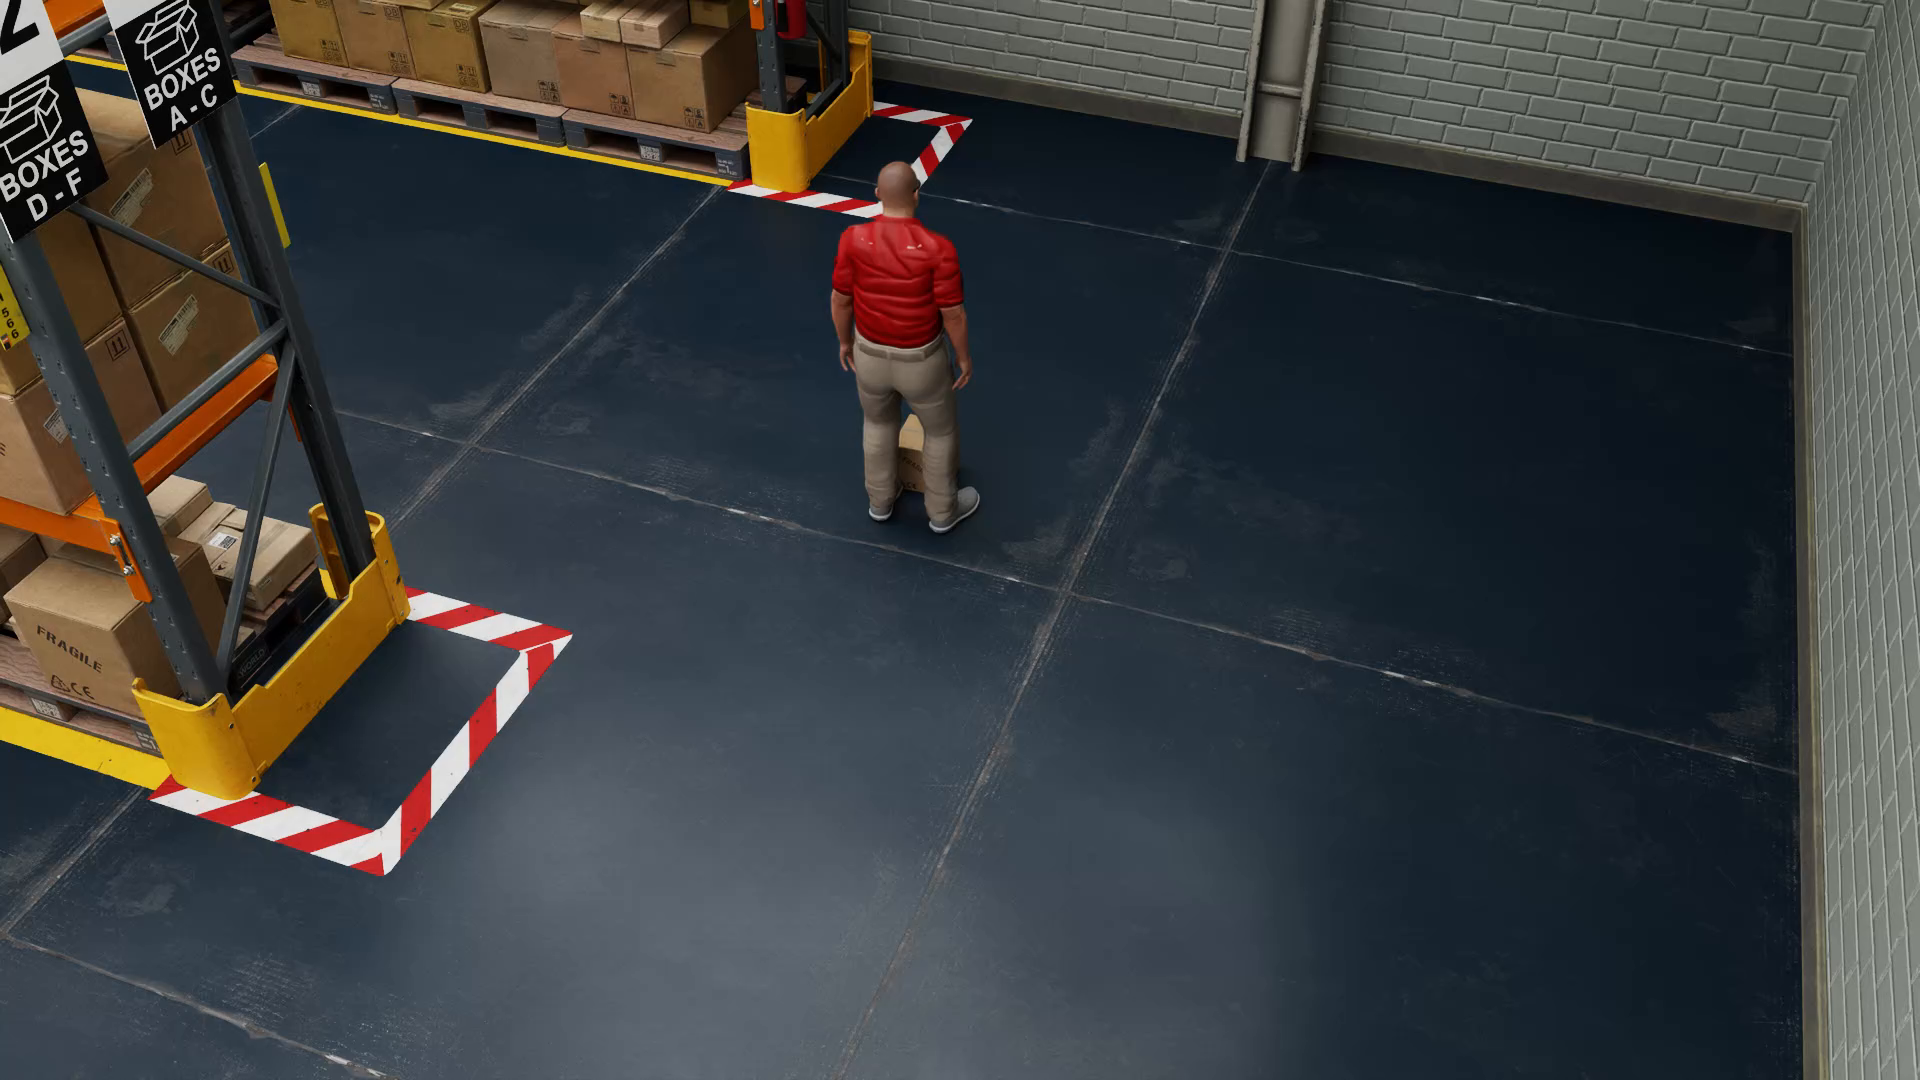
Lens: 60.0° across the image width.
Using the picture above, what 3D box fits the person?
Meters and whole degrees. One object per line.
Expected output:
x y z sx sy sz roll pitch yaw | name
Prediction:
-0.234 -0.790 7.071 0.605 1.726 0.393 11 42 12 | person
